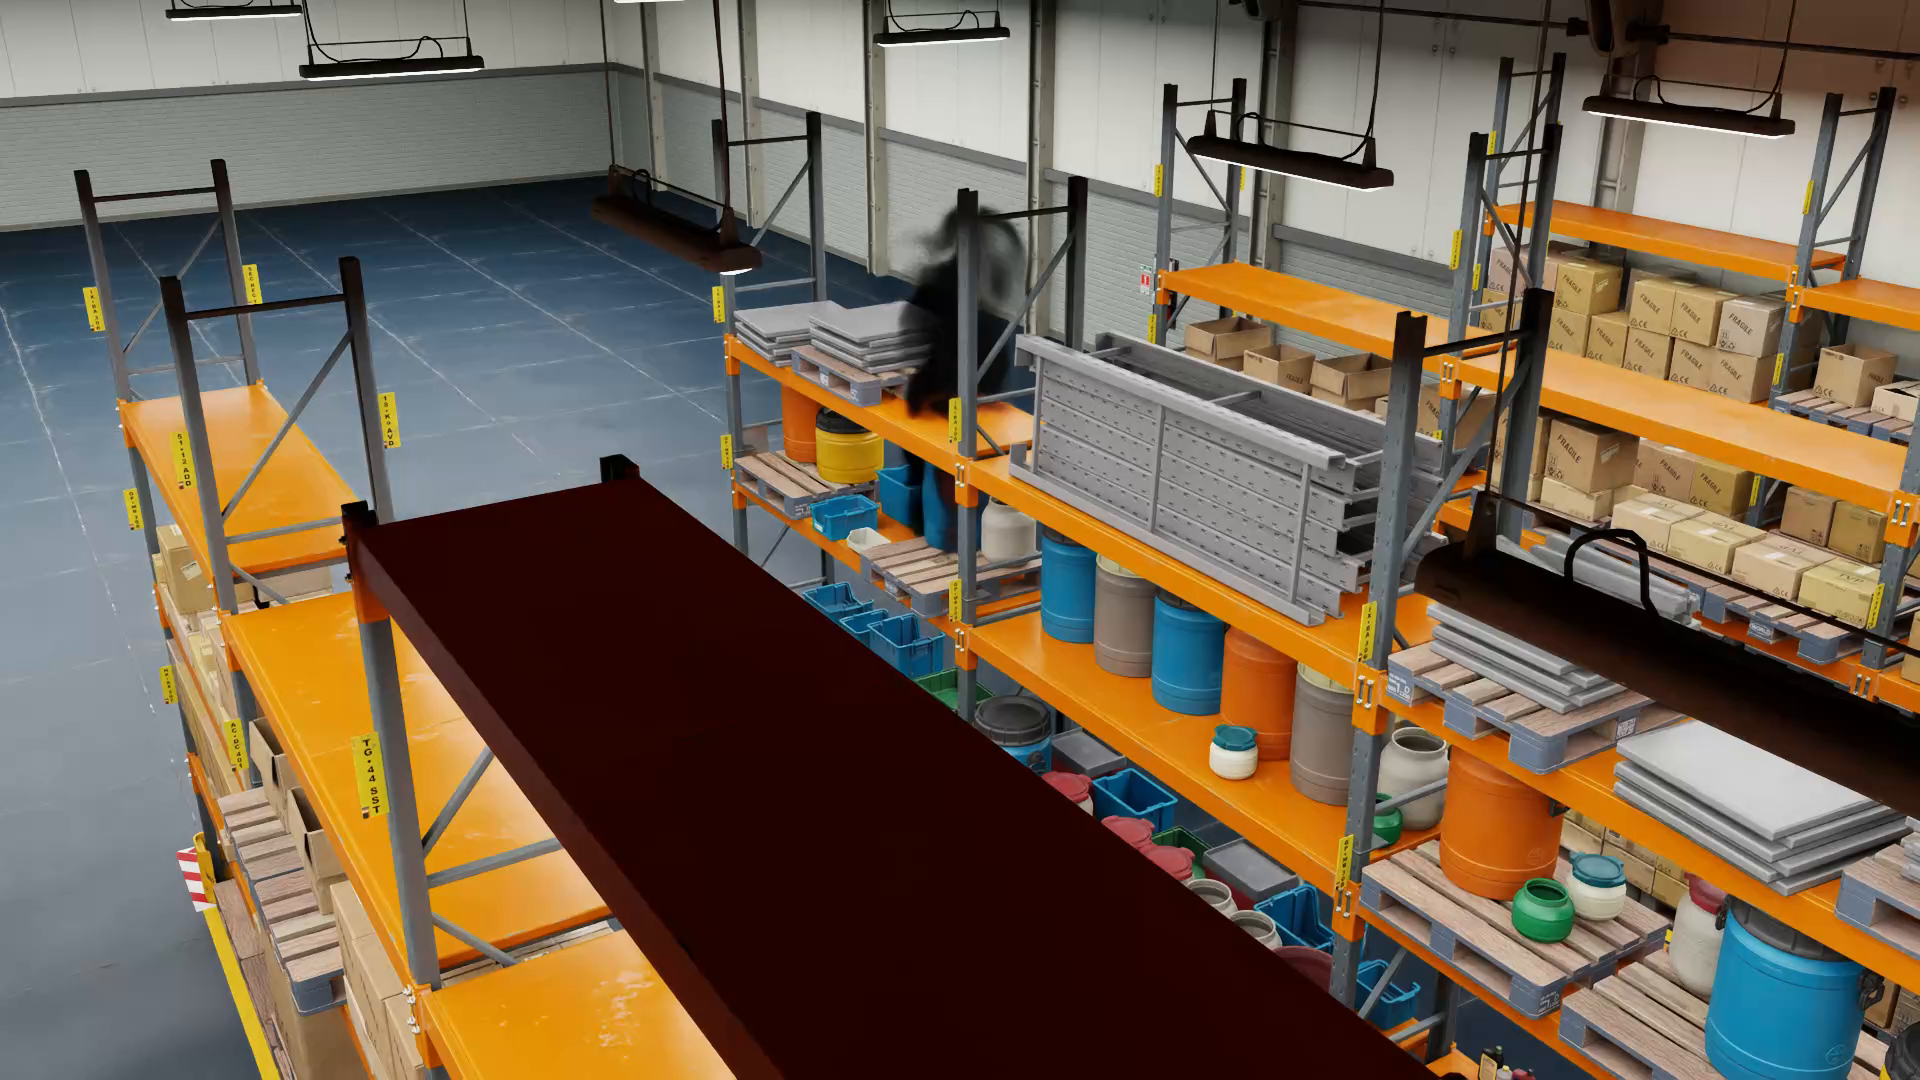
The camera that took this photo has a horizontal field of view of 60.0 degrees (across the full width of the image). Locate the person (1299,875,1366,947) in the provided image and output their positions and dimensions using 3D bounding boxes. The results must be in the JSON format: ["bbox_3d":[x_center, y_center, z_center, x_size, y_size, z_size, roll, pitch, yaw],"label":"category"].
[{"bbox_3d":[2.778,2.284,12.679,0.680,1.807,0.831,-16,27,-35],"label":"person"}]
